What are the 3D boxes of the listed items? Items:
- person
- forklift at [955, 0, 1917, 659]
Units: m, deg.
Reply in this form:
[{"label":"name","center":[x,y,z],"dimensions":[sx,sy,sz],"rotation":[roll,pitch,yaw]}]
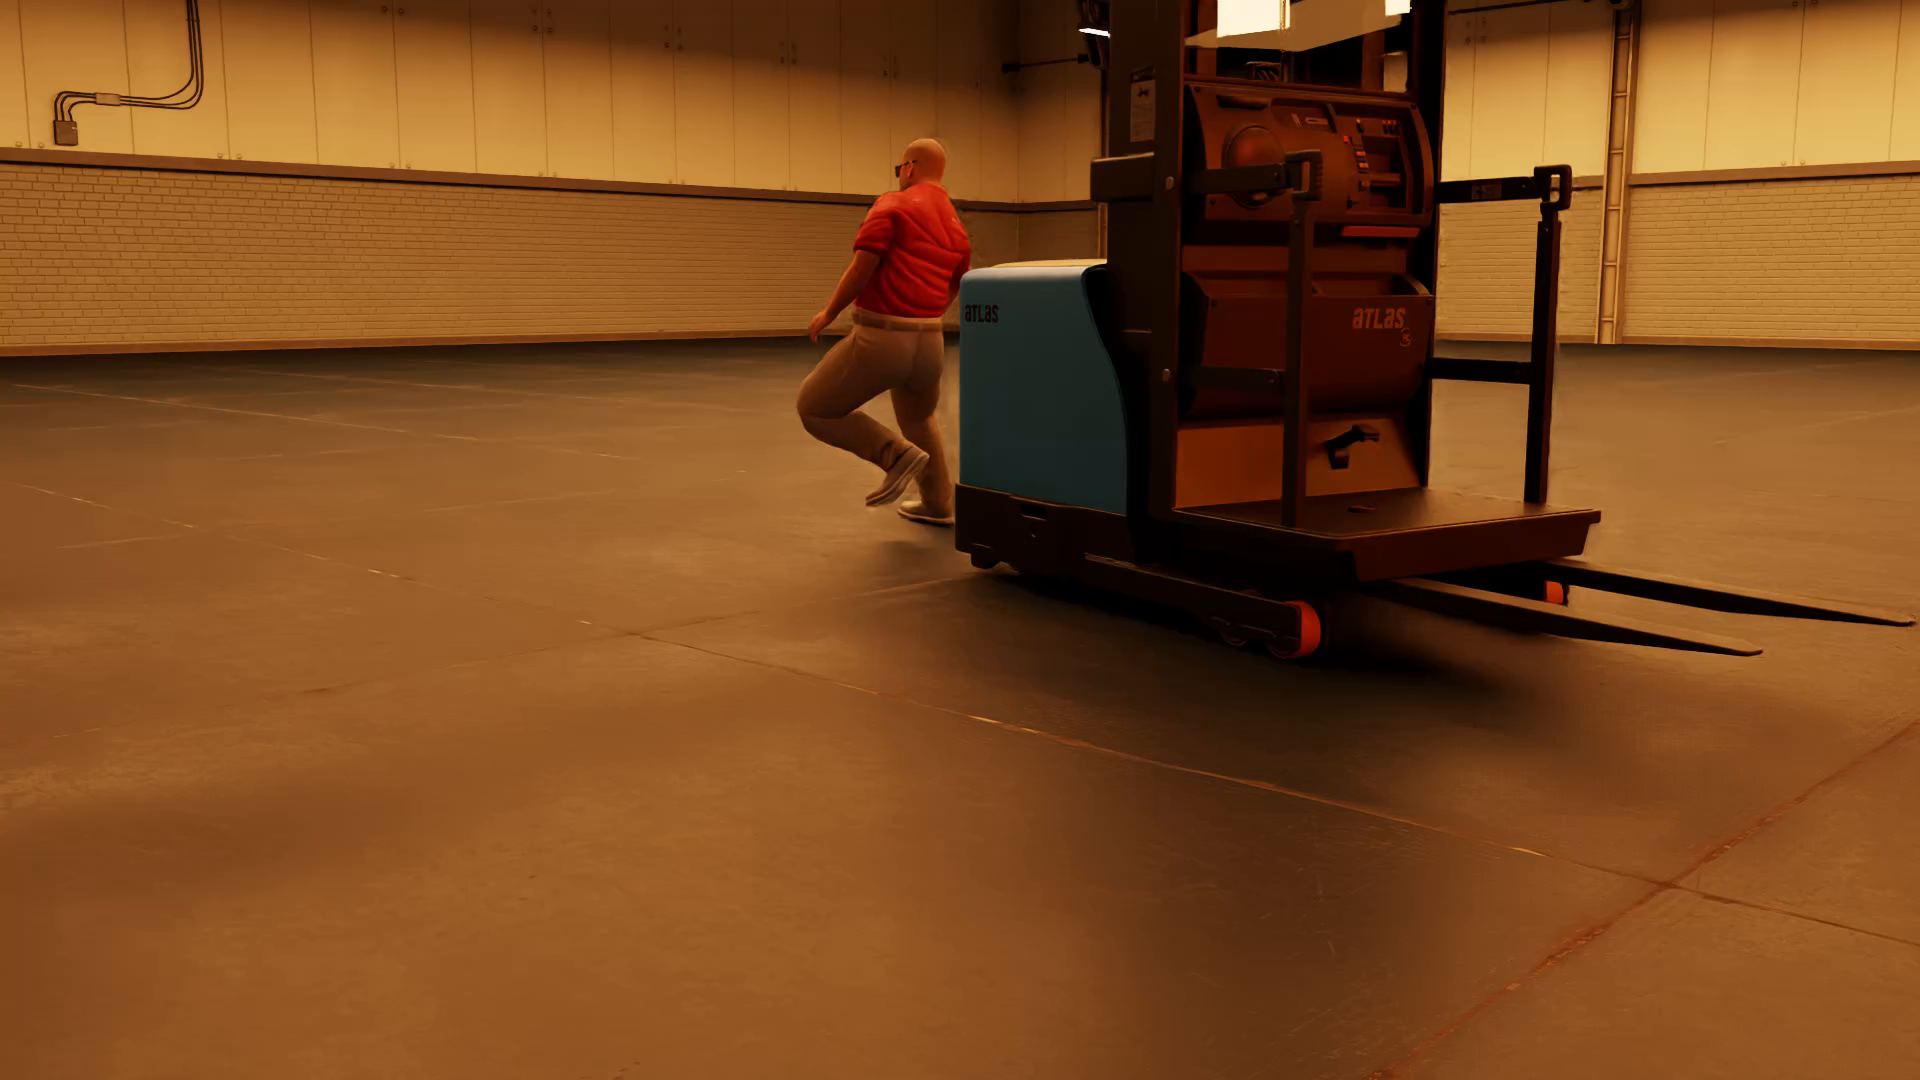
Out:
[{"label":"person","center":[-0.272,-0.821,6.801],"dimensions":[0.781,1.584,0.642],"rotation":[-8,12,-43]},{"label":"forklift","center":[1.186,-1.201,4.850],"dimensions":[1.130,2.935,3.031],"rotation":[-5,10,-31]}]
